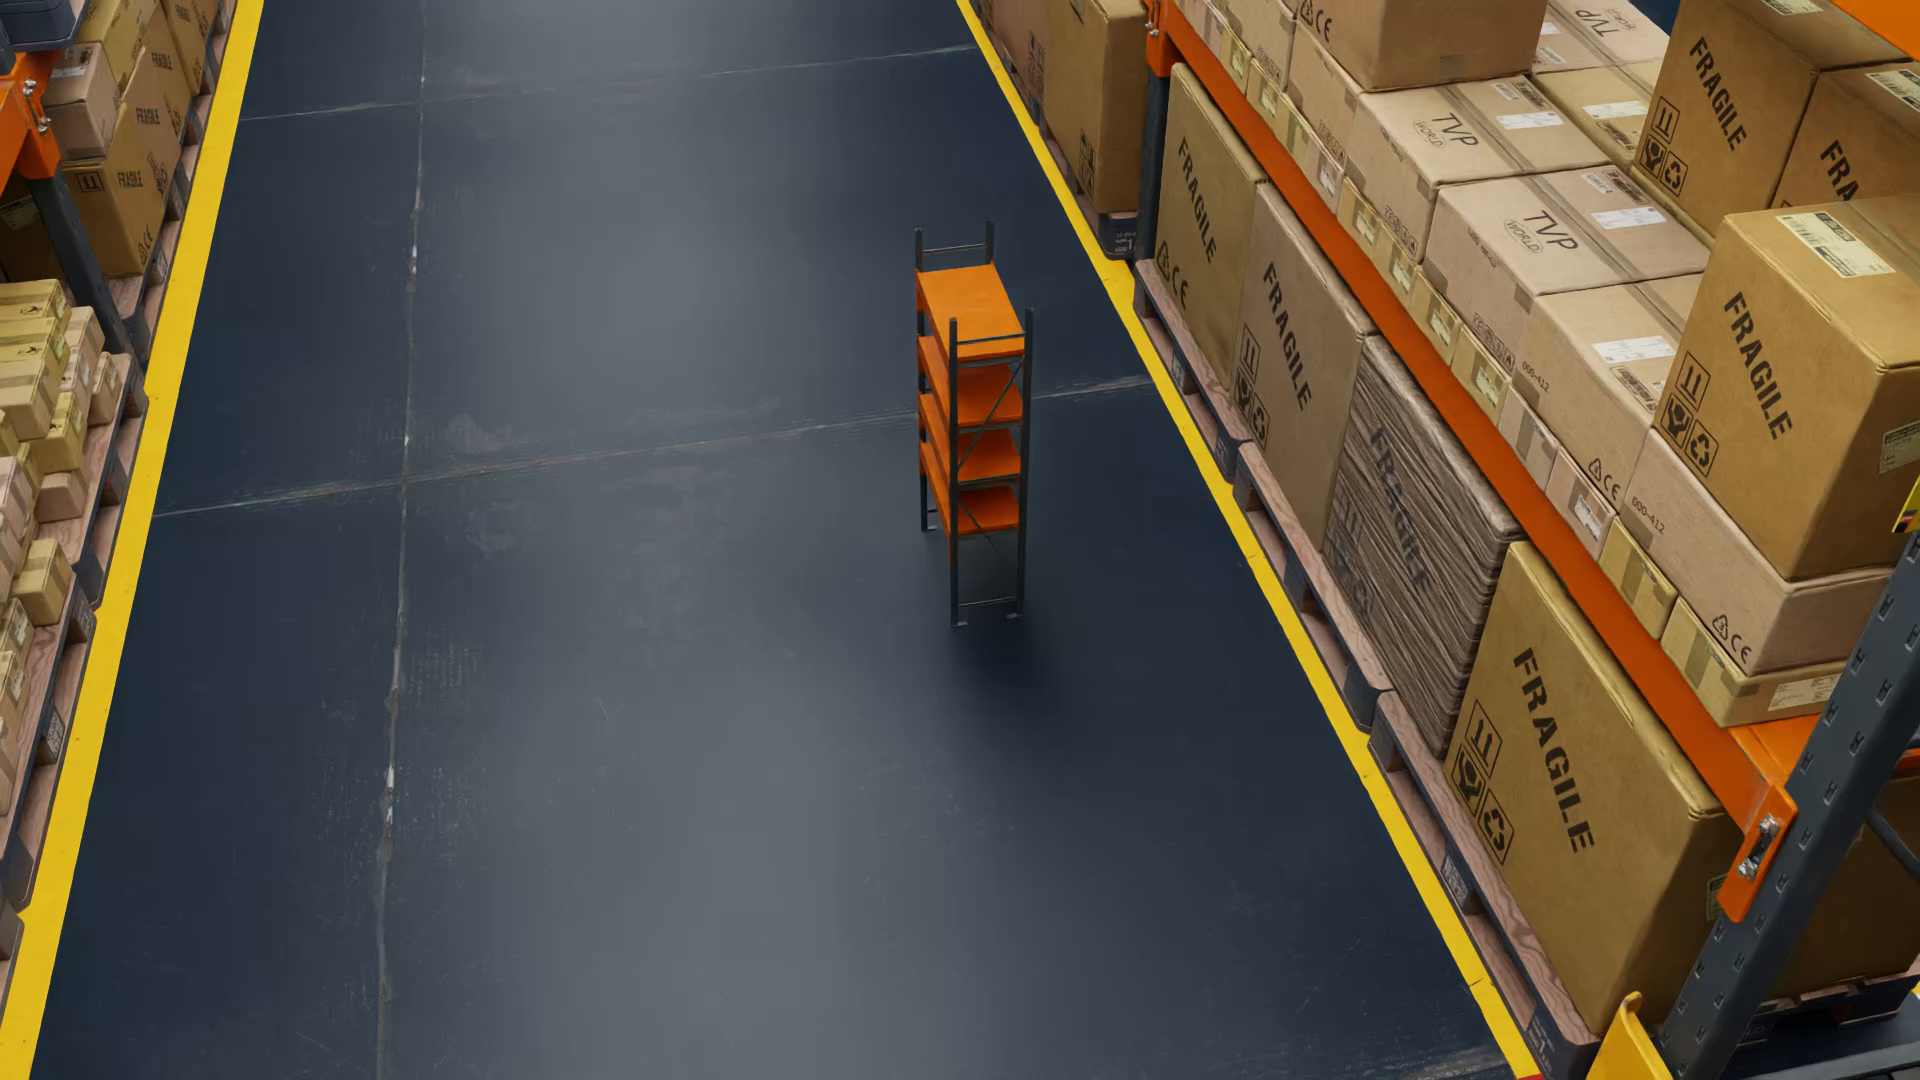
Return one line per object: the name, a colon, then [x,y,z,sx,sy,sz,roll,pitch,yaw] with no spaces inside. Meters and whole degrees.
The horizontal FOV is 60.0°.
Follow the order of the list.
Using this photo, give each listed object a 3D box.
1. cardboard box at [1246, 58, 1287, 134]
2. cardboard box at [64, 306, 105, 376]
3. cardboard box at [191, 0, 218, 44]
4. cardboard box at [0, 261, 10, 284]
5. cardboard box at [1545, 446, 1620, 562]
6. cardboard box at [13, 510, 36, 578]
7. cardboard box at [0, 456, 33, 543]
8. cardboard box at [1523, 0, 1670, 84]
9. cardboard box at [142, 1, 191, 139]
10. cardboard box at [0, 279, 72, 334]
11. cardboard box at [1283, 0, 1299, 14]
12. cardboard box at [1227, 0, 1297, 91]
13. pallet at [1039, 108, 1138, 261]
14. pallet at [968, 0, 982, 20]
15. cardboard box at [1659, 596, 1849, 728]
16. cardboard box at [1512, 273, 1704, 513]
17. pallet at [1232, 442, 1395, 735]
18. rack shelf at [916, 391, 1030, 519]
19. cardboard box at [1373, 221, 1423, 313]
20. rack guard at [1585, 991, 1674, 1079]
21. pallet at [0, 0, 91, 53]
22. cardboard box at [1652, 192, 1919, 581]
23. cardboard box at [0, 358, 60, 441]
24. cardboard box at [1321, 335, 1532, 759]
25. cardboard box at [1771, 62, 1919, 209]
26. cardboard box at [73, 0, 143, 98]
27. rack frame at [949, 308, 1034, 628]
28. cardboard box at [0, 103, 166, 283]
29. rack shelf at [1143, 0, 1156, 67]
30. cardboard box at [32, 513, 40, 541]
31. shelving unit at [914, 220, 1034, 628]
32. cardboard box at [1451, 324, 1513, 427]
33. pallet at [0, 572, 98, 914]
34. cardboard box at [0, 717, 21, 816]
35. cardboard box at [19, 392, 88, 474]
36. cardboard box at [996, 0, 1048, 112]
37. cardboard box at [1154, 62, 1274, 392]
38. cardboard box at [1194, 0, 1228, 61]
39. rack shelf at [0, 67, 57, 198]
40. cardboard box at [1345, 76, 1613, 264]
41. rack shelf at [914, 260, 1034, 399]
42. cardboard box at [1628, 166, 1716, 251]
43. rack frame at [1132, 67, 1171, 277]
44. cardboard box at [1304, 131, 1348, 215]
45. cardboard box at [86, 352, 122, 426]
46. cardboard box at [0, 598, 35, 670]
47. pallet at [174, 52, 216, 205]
cardboard box: [1.141,-1.435,5.296,0.380,0.149,0.250,-9,42,-10]
cardboard box: [-3.257,-0.678,5.861,0.380,0.149,0.250,-8,42,-8]
cardboard box: [-3.993,-2.723,8.125,0.500,0.500,0.500,-7,42,-8]
cardboard box: [-4.041,-1.300,6.522,0.500,0.500,0.500,-9,42,-10]
cardboard box: [1.583,-0.108,3.802,0.380,0.149,0.250,-8,42,-9]
cardboard box: [-3.079,0.006,5.091,0.380,0.149,0.250,-7,42,-8]
cardboard box: [-3.021,-0.092,4.977,0.380,0.149,0.250,-10,43,-11]
cardboard box: [1.805,-1.420,4.979,0.500,0.250,0.500,-8,42,-8]
cardboard box: [-3.778,-2.054,7.371,0.500,0.500,0.500,-8,42,-9]
cardboard box: [-3.304,-0.754,5.723,0.380,0.149,0.250,-7,42,-8]
cardboard box: [1.182,-1.948,5.009,0.500,0.500,0.500,-8,42,-9]
cardboard box: [1.178,-1.669,5.260,0.500,0.250,0.500,-9,42,-9]
pallet: [0.989,-1.726,7.535,1.003,0.211,1.213,-8,42,-9]
pallet: [0.463,-3.308,9.317,1.003,0.211,1.213,-8,42,-9]
cardboard box: [1.694,0.224,3.428,0.380,0.149,0.250,-8,42,-8]
cardboard box: [1.620,-0.347,3.770,0.500,0.250,0.500,-9,42,-10]
pallet: [1.584,0.060,5.523,1.003,0.211,1.213,-8,42,-9]
rack shelf: [0.036,-0.291,5.275,0.258,0.148,0.480,-8,42,-9]
cardboard box: [1.365,-0.767,4.544,0.380,0.149,0.250,-8,42,-8]
rack guard: [2.098,1.264,3.950,1.175,0.500,0.348,-8,42,-9]
pallet: [-3.658,-2.079,5.977,1.003,0.211,1.213,-8,42,-9]
cardboard box: [1.731,-0.300,3.153,0.500,0.500,0.500,-8,42,-9]
cardboard box: [-3.150,-0.434,5.362,0.380,0.149,0.250,-9,42,-10]
cardboard box: [1.680,-0.042,4.822,0.875,0.875,0.875,-8,42,-9]
cardboard box: [2.145,-0.696,3.599,0.500,0.500,0.500,-9,42,-10]
cardboard box: [-3.654,-1.999,6.744,0.500,0.250,0.500,-7,42,-8]
rack frame: [0.088,-0.183,5.053,0.240,1.200,0.015,-8,42,-9]
cardboard box: [-3.536,-1.373,6.604,0.500,0.500,0.500,-7,42,-8]
rack shelf: [0.798,-3.307,7.758,1.077,0.370,4.000,-8,42,-9]
cardboard box: [-3.185,0.011,5.309,0.380,0.149,0.250,-9,42,-10]
shelving unit: [0.036,-0.341,5.231,0.258,1.200,0.503,-8,42,-9]
cardboard box: [1.473,-0.438,4.173,0.380,0.149,0.250,-9,42,-10]
pallet: [-3.189,0.631,4.880,1.003,0.211,1.213,-8,42,-9]
cardboard box: [-2.834,0.657,4.581,0.380,0.149,0.250,-10,43,-11]
cardboard box: [-3.111,-0.333,5.473,0.380,0.149,0.250,-10,43,-11]
cardboard box: [0.878,-2.633,7.741,1.225,0.875,0.875,-10,43,-11]
cardboard box: [1.294,-1.203,6.129,0.875,0.875,0.875,-8,42,-9]
cardboard box: [1.025,-1.776,5.680,0.380,0.149,0.250,-10,43,-11]
rack shelf: [-3.204,-0.069,4.110,1.077,0.370,4.000,-8,42,-9]
cardboard box: [1.394,-1.014,4.521,0.500,0.250,0.500,-8,42,-9]
rack shelf: [0.036,-0.635,4.970,0.258,0.148,0.480,-8,42,-9]
cardboard box: [2.029,-0.754,4.229,0.500,0.250,0.500,-10,43,-11]
rack frame: [1.229,-2.279,6.058,1.000,3.000,0.127,-8,42,-9]
cardboard box: [1.249,-1.106,4.926,0.380,0.149,0.250,-8,42,-9]
cardboard box: [-3.218,-0.520,5.907,0.380,0.149,0.250,-8,42,-9]
cardboard box: [-3.004,0.330,4.950,0.380,0.149,0.250,-8,42,-8]
pallet: [-4.072,-1.888,7.718,1.003,0.211,1.213,-8,42,-9]
